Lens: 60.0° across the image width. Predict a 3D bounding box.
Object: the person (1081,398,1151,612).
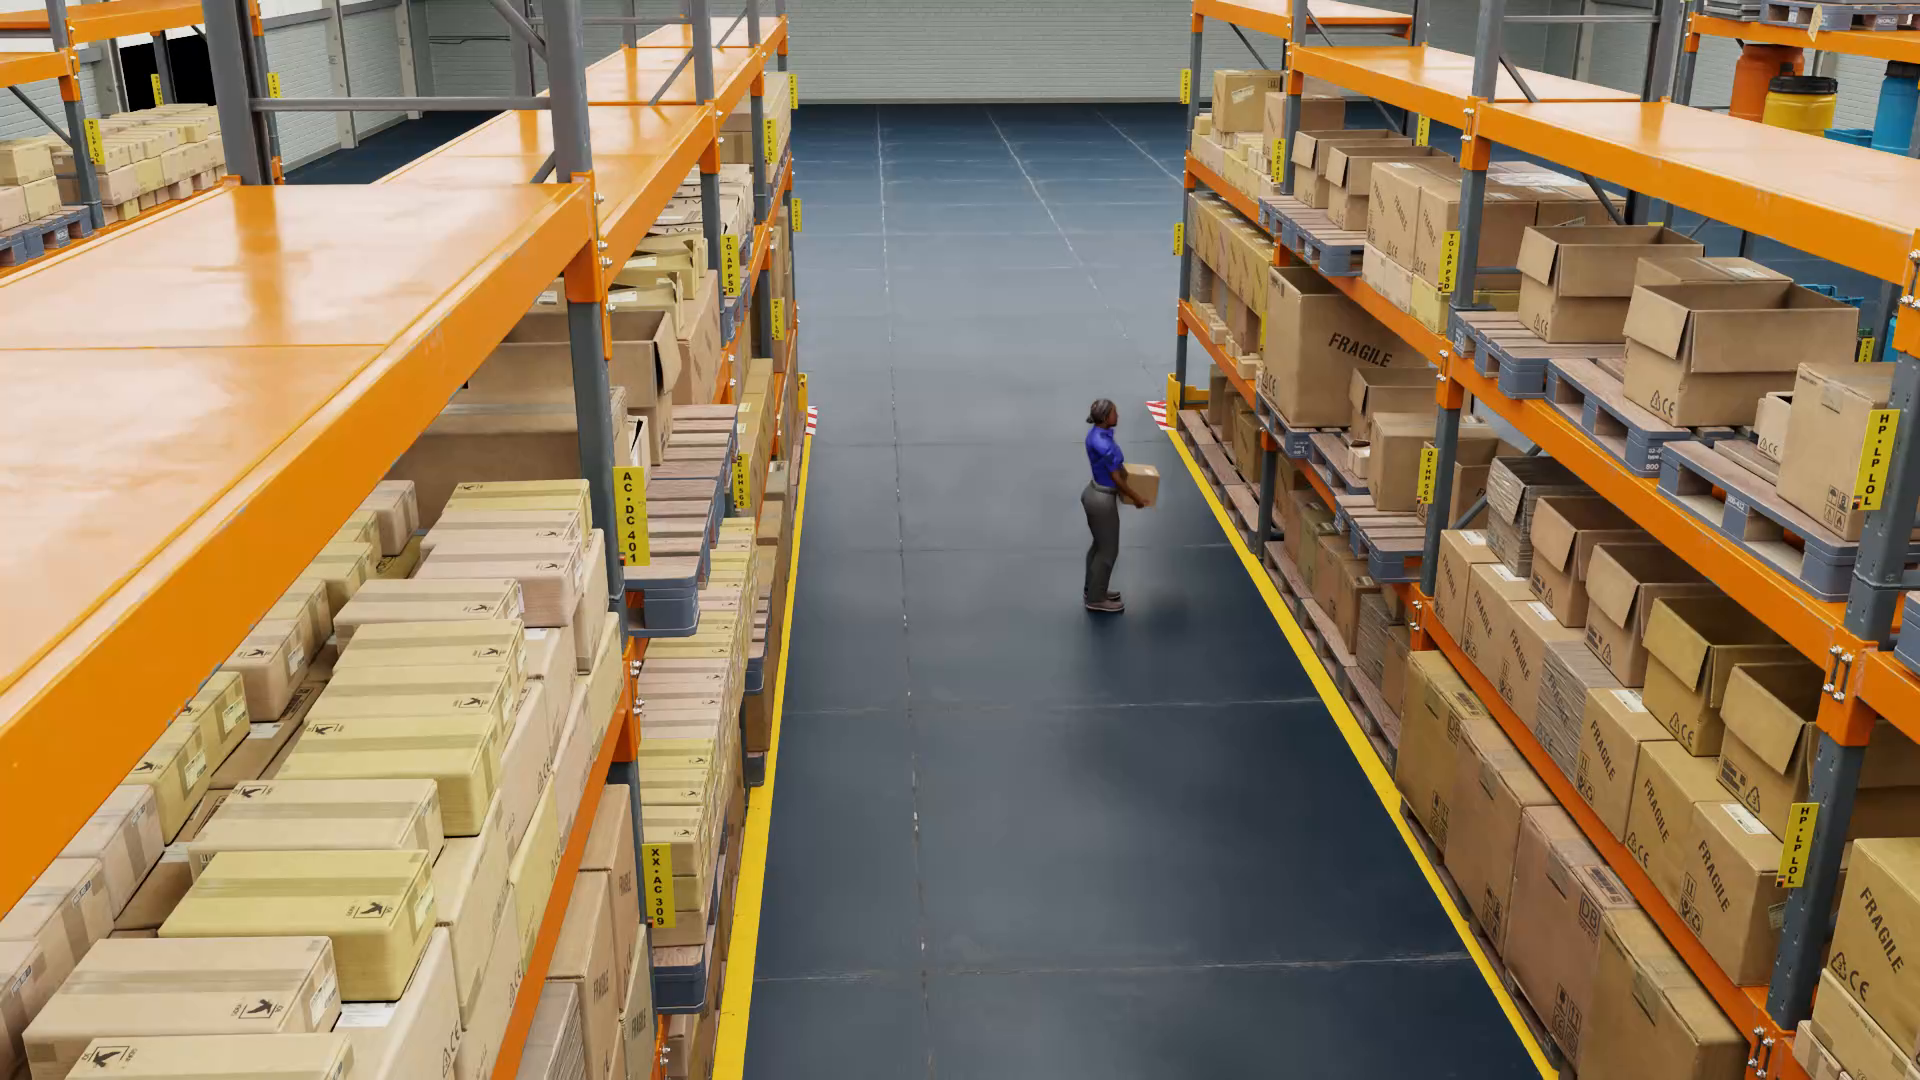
[{"bbox_3d":[1.180,-0.280,12.665,0.504,1.656,0.435,-1,21,-4],"label":"person"}]
